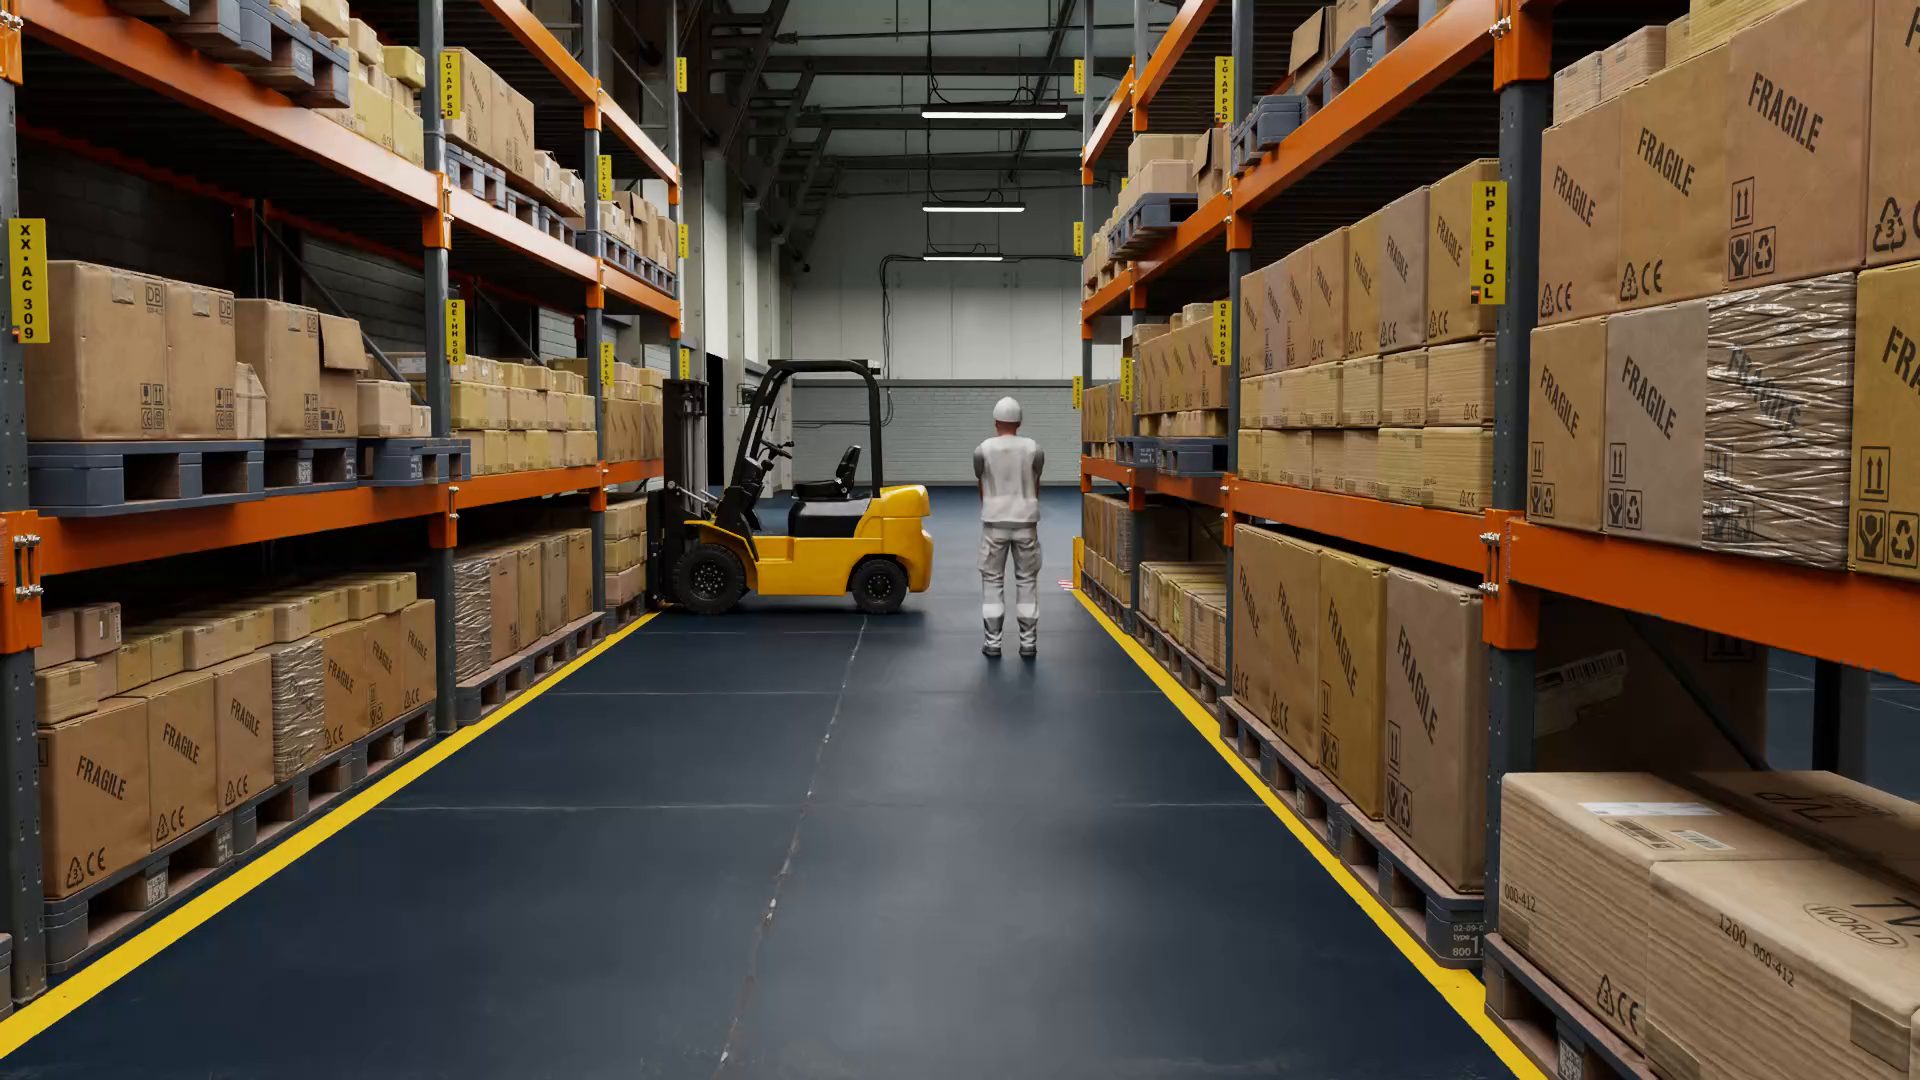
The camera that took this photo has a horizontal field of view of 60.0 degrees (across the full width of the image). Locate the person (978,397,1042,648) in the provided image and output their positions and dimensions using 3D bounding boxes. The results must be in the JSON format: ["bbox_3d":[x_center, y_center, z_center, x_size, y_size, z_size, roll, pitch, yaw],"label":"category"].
[{"bbox_3d":[11.410,-1.106,27.233,22.794,1.780,31.837,0,4,0],"label":"person"}]
